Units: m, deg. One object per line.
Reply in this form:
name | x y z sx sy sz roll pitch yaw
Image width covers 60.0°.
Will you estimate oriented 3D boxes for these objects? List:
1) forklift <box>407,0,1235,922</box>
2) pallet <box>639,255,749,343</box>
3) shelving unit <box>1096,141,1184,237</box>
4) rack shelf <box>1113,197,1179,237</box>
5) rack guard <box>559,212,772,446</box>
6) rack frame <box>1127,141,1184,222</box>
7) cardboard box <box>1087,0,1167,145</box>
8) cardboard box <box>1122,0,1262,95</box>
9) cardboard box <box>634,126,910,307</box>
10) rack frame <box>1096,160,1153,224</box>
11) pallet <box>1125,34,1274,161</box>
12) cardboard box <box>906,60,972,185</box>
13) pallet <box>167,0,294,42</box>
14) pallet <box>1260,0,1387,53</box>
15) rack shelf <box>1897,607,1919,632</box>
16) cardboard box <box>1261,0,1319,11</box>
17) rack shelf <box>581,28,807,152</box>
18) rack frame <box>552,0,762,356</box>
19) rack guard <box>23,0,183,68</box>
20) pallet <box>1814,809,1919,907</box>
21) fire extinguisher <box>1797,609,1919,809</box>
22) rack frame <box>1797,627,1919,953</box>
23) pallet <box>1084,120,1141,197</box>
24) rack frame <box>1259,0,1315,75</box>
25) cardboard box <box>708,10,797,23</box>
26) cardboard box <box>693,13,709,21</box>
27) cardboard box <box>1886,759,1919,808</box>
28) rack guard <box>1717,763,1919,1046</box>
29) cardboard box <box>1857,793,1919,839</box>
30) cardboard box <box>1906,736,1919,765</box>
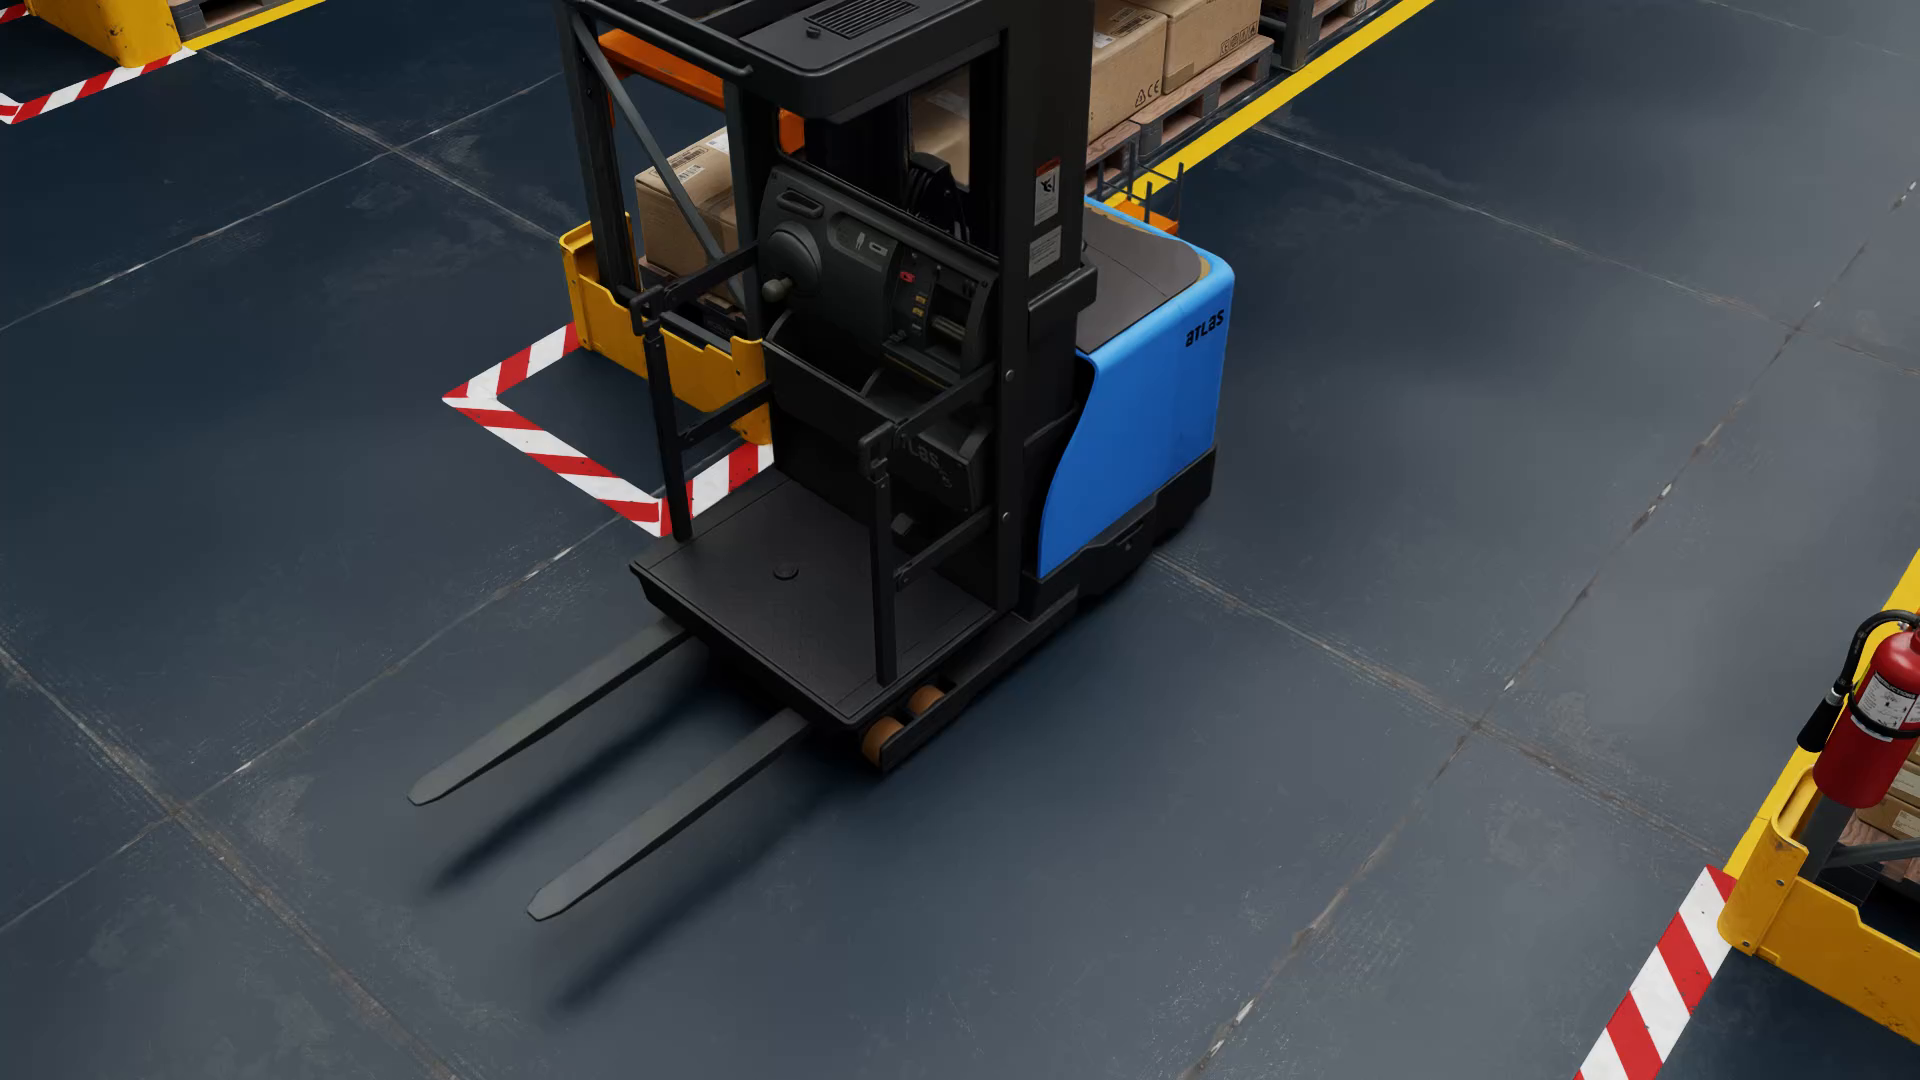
forklift | -0.412 -0.732 4.877 1.130 2.935 3.031 32 51 30
pallet | -0.653 -1.238 7.455 1.003 0.211 1.213 29 50 28
shelving unit | 0.651 -0.911 6.360 0.258 1.200 0.189 32 51 30
rack shelf | 0.651 -1.144 6.148 0.258 0.103 0.180 32 51 30
rack guard | -1.123 -0.887 6.854 1.175 0.500 0.348 29 50 28
rack frame | 0.713 -0.956 6.410 0.240 1.200 0.006 32 51 30
cardboard box | 0.404 -2.353 8.200 0.875 0.438 0.875 28 49 27
cardboard box | 0.980 -2.814 8.708 0.875 0.438 0.875 29 50 28
cardboard box | -0.760 -1.415 7.168 0.875 0.438 0.875 28 49 27
rack frame | 0.588 -0.866 6.310 0.240 1.200 0.006 32 51 30
pallet | 0.917 -2.494 8.836 1.003 0.211 1.213 29 50 28
cardboard box | -0.177 -1.889 7.691 0.875 0.438 0.875 31 51 29
pallet | -4.348 -3.389 9.821 1.003 0.211 1.213 29 50 28
pallet | 1.905 -3.282 9.702 1.003 0.211 1.213 29 50 28
rack shelf | 4.033 -0.497 5.101 1.077 0.370 4.000 29 50 28
cardboard box | 1.804 -3.607 9.254 0.875 0.875 0.875 31 51 30
rack shelf | 0.179 -2.588 7.401 1.077 0.370 4.000 29 50 28
rack frame | -1.108 -1.824 6.026 1.000 3.000 0.127 29 50 28
rack guard | -4.861 -3.085 9.272 1.175 0.500 0.348 29 50 28
pallet | 3.345 0.857 5.151 1.003 0.211 1.213 29 50 28
fire extinguisher | 2.230 0.364 3.955 0.296 0.674 0.183 29 50 28
rack frame | 2.746 0.267 3.727 1.000 3.000 0.127 29 50 28
pallet | 0.132 -1.863 8.142 1.003 0.211 1.213 29 50 28
rack frame | 1.466 -3.884 8.291 1.000 3.000 0.127 29 50 28
cardboard box | -0.579 -1.984 6.128 0.500 0.500 0.500 29 50 28
cardboard box | -1.000 -2.224 6.392 0.500 0.500 0.500 30 50 29
cardboard box | 2.867 0.661 4.879 0.380 0.149 0.250 28 49 27
rack guard | 2.795 1.153 4.610 1.175 0.500 0.348 29 50 28
cardboard box | 2.925 0.805 4.942 0.380 0.149 0.250 30 50 29
cardboard box | 2.892 0.564 4.765 0.380 0.149 0.250 30 50 29
